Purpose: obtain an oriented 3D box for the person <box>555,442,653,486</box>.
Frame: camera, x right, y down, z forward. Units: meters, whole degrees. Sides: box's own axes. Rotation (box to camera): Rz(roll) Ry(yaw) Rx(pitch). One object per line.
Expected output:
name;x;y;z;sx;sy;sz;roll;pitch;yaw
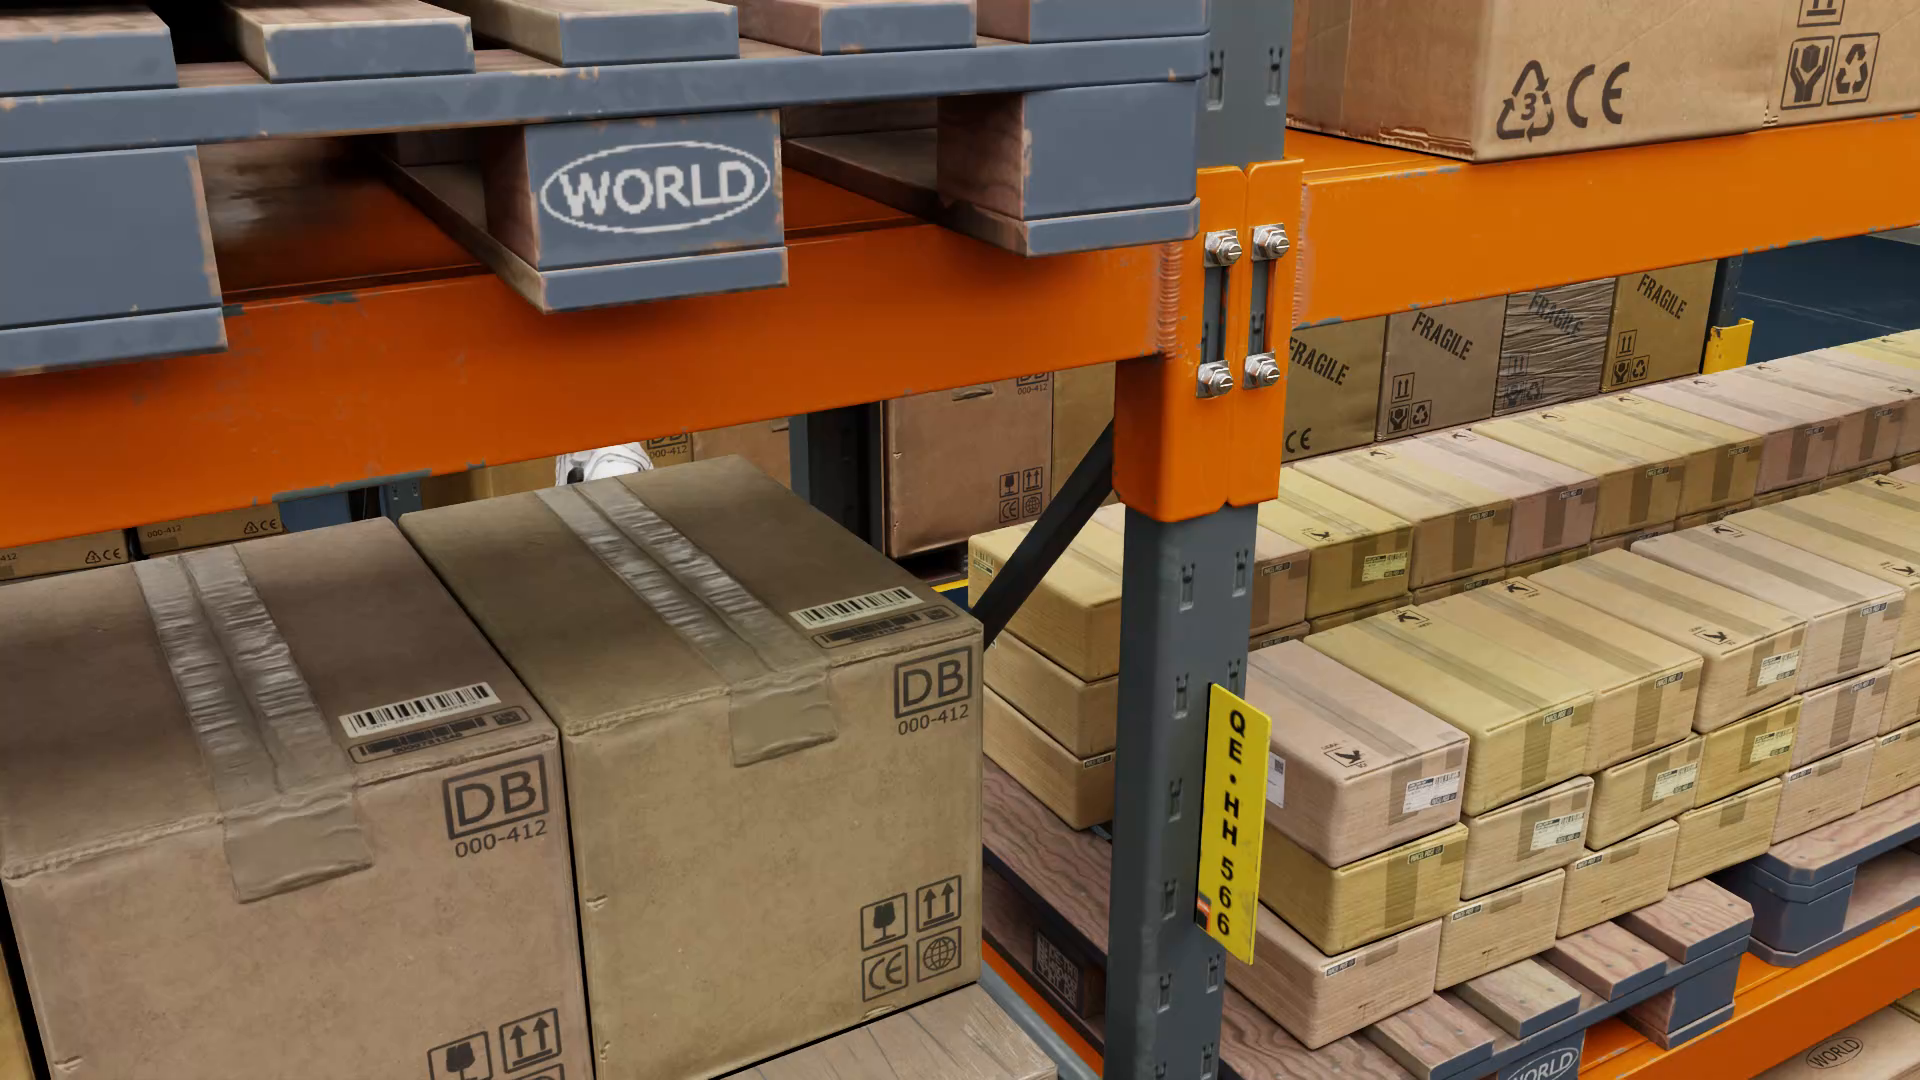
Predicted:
person;-1.191;0.199;5.594;0.398;1.658;0.530;-14;26;-31
